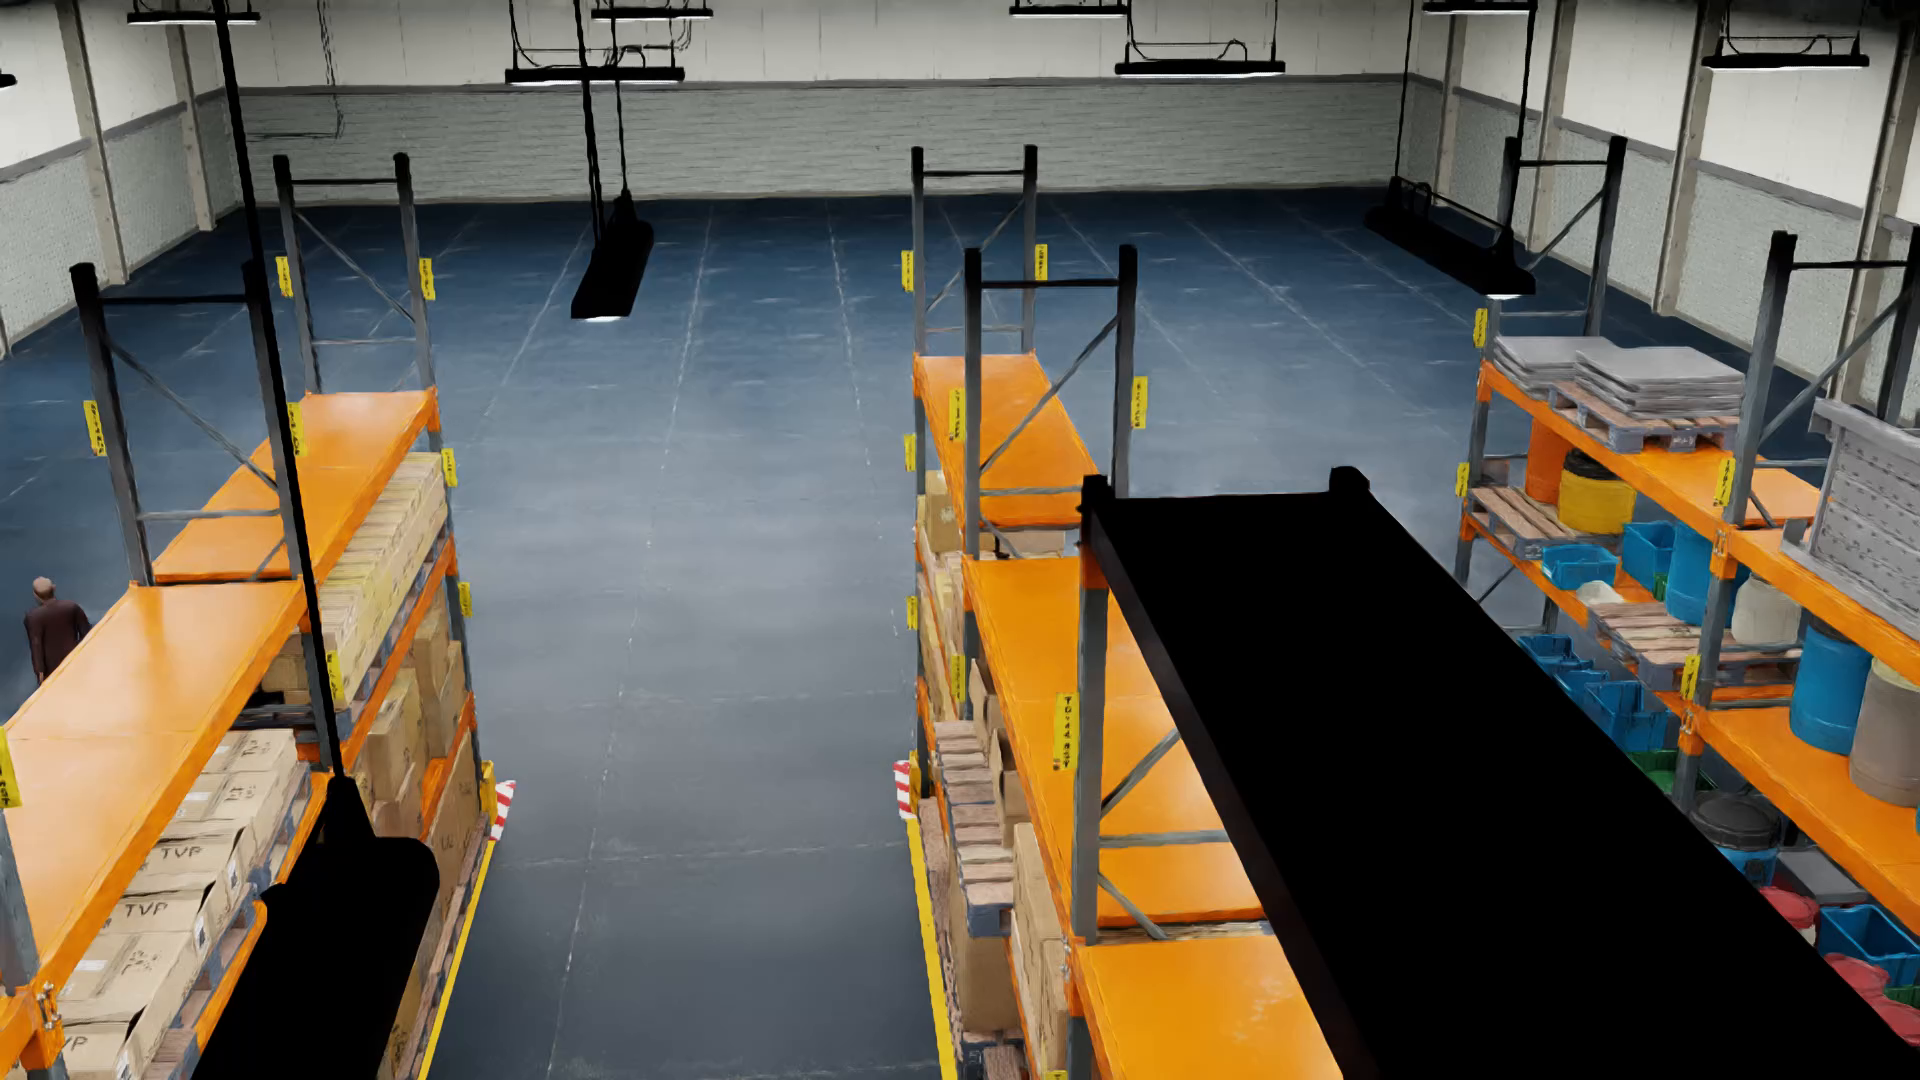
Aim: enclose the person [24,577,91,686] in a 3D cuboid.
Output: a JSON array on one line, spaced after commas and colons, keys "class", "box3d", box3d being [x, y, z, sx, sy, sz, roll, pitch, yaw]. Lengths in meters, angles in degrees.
[{"class": "person", "box3d": [-8.639, 1.181, 16.262, 0.521, 1.769, 0.791, 20, 29, 40]}]
